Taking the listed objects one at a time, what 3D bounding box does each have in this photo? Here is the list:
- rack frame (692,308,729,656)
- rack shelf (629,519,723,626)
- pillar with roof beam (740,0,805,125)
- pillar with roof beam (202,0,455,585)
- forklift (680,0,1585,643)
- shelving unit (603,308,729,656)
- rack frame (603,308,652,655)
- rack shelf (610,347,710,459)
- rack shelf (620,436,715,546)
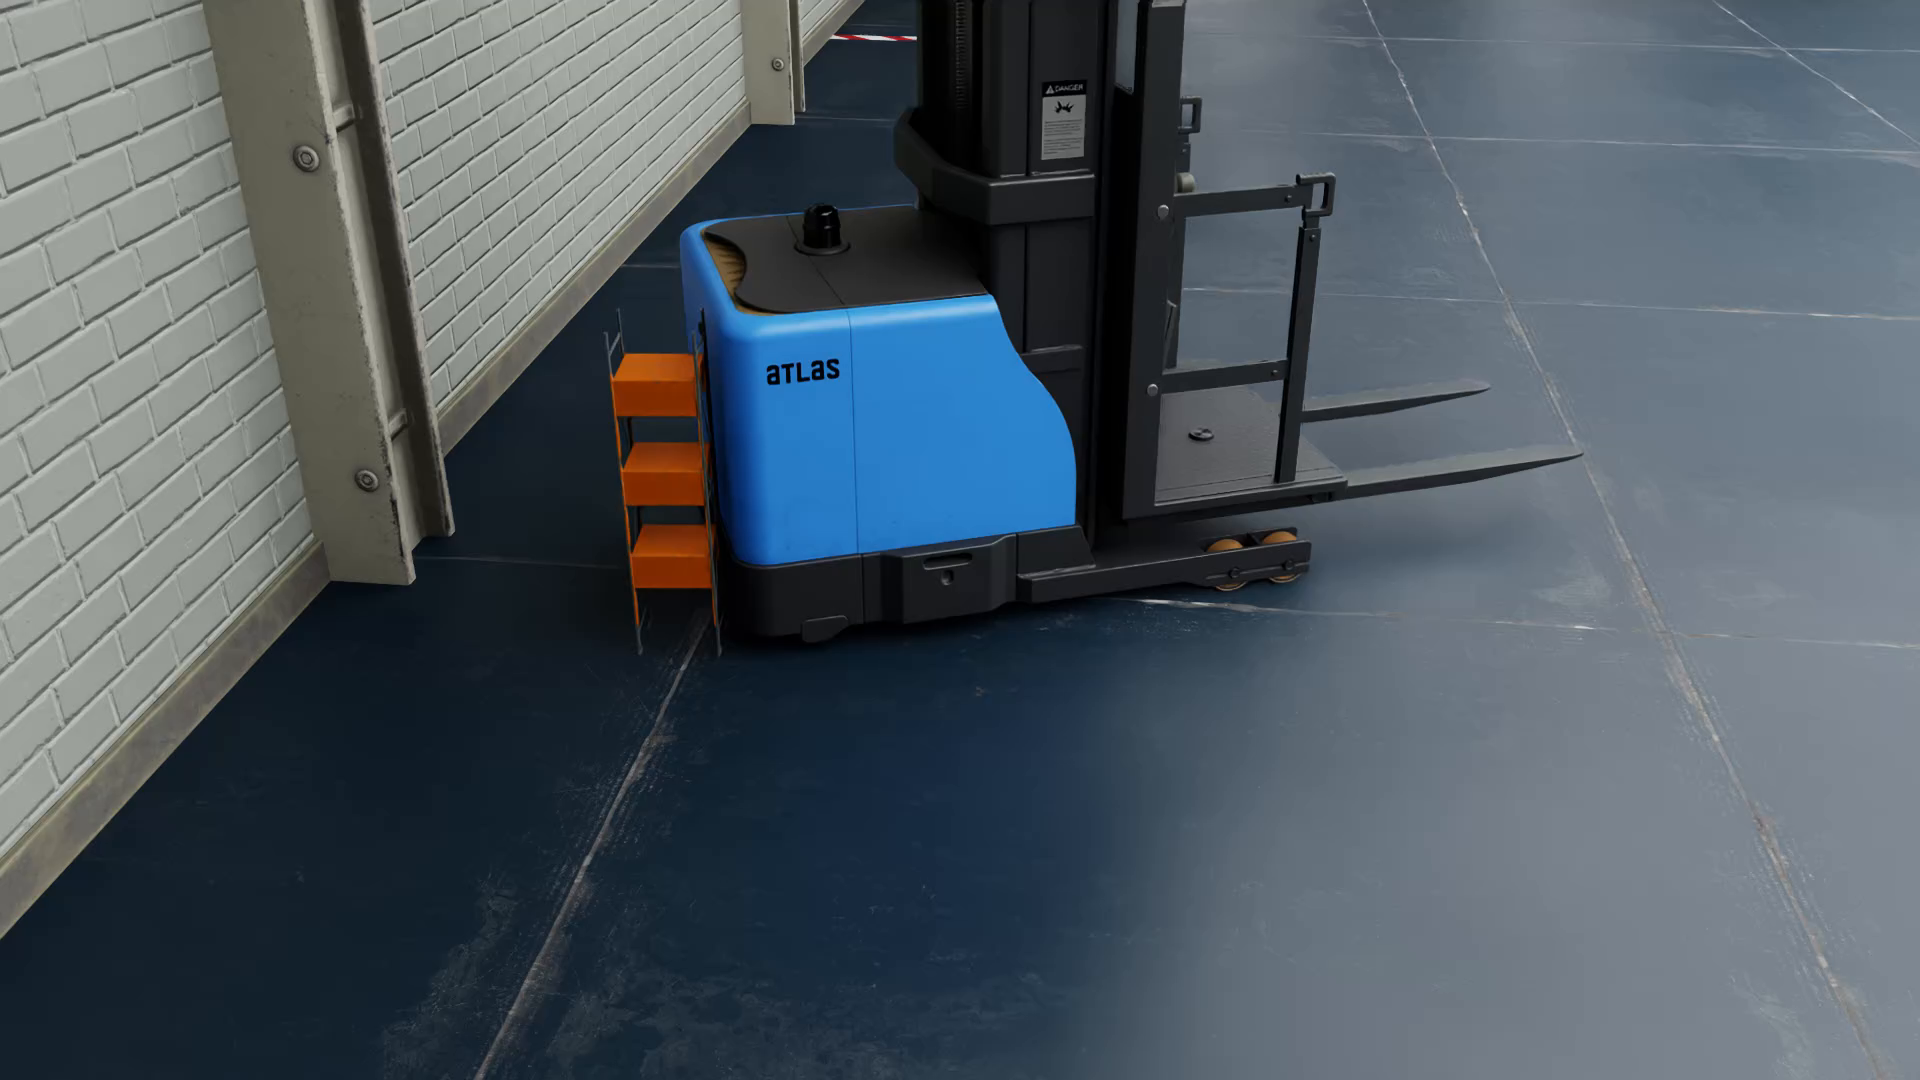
[{"bbox_3d":[-0.738,-0.156,4.932,0.008,1.050,0.200,0,28,0],"label":"rack frame"},{"bbox_3d":[-0.860,0.098,5.069,0.240,0.259,0.215,0,28,0],"label":"rack shelf"},{"bbox_3d":[3.067,-6.489,8.307,9.100,9.000,0.400,3,28,6],"label":"pillar with roof beam"},{"bbox_3d":[2.332,-3.665,3.065,9.100,9.000,0.400,3,28,6],"label":"pillar with roof beam"},{"bbox_3d":[0.653,-1.356,5.176,3.031,2.935,1.130,-8,29,-14],"label":"forklift"},{"bbox_3d":[-0.860,-0.156,4.932,0.252,1.050,0.215,0,28,0],"label":"shelving unit"},{"bbox_3d":[-0.982,-0.156,4.933,0.008,1.050,0.200,0,28,0],"label":"rack frame"},{"bbox_3d":[-0.860,-0.397,4.803,0.240,0.259,0.215,0,28,0],"label":"rack shelf"},{"bbox_3d":[-0.860,-0.147,4.937,0.240,0.259,0.215,0,28,0],"label":"rack shelf"}]
